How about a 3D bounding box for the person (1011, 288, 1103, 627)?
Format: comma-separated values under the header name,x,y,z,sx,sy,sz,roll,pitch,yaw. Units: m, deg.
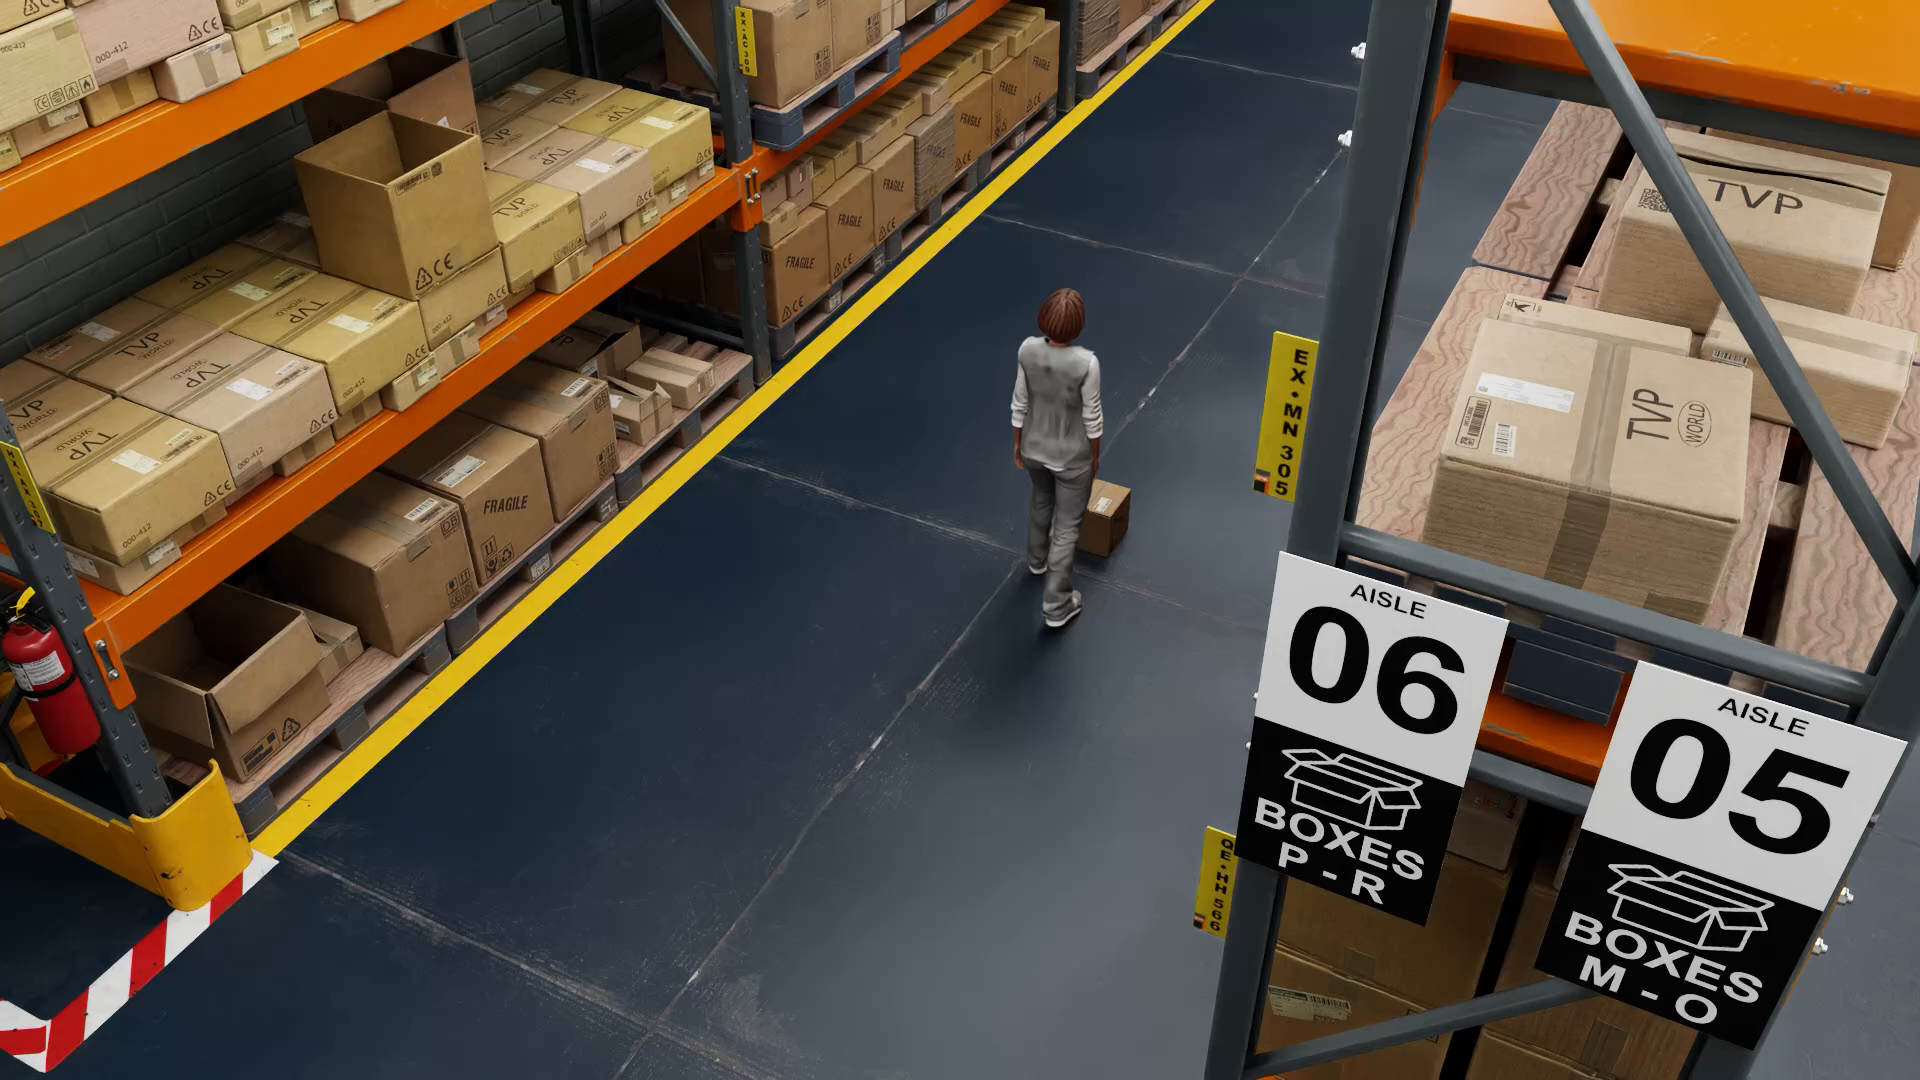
name,x,y,z,sx,sy,sz,roll,pitch,yaw
person,0.428,-0.400,7.268,0.418,1.582,0.601,19,42,22
